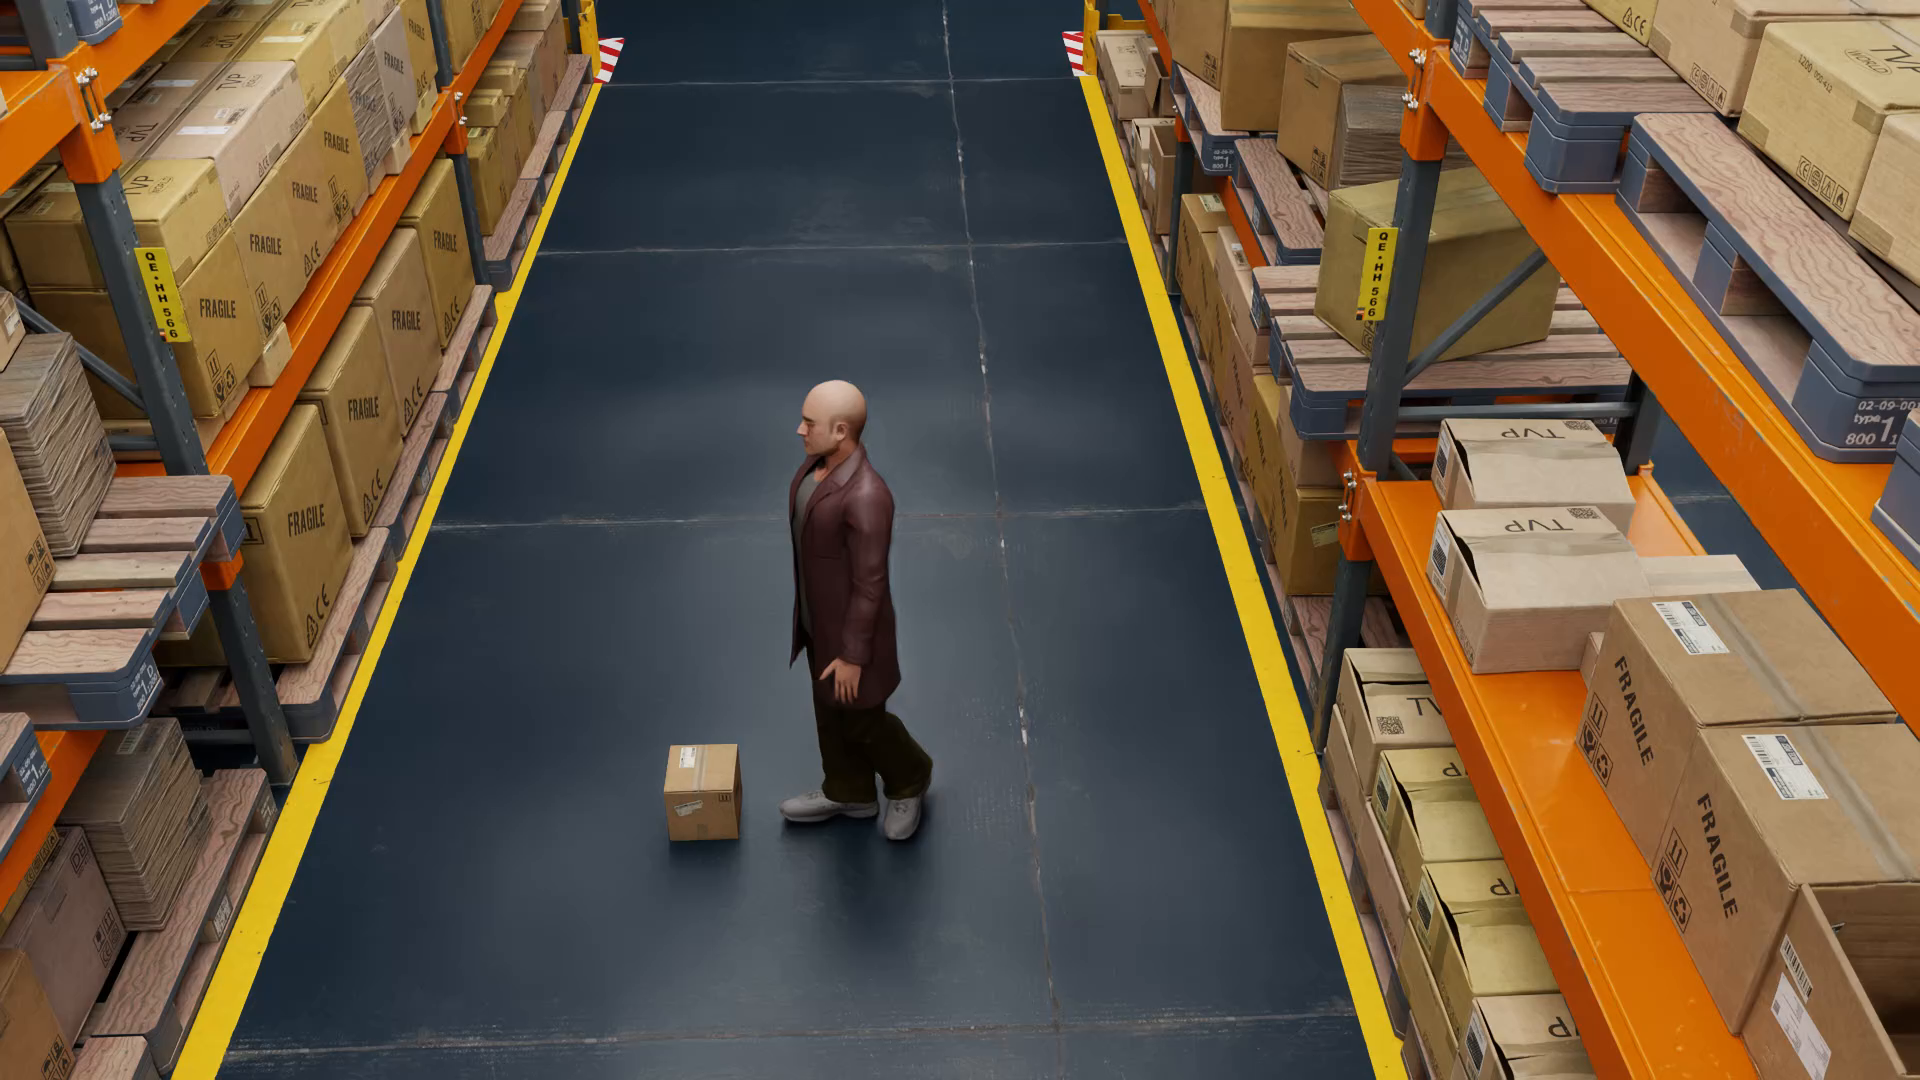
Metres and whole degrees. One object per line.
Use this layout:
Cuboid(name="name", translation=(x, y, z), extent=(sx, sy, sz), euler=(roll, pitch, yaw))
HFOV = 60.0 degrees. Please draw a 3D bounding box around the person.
Cuboid(name="person", translation=(-0.388, 0.262, 5.751), extent=(0.579, 1.778, 0.685), euler=(-15, 37, -20))
